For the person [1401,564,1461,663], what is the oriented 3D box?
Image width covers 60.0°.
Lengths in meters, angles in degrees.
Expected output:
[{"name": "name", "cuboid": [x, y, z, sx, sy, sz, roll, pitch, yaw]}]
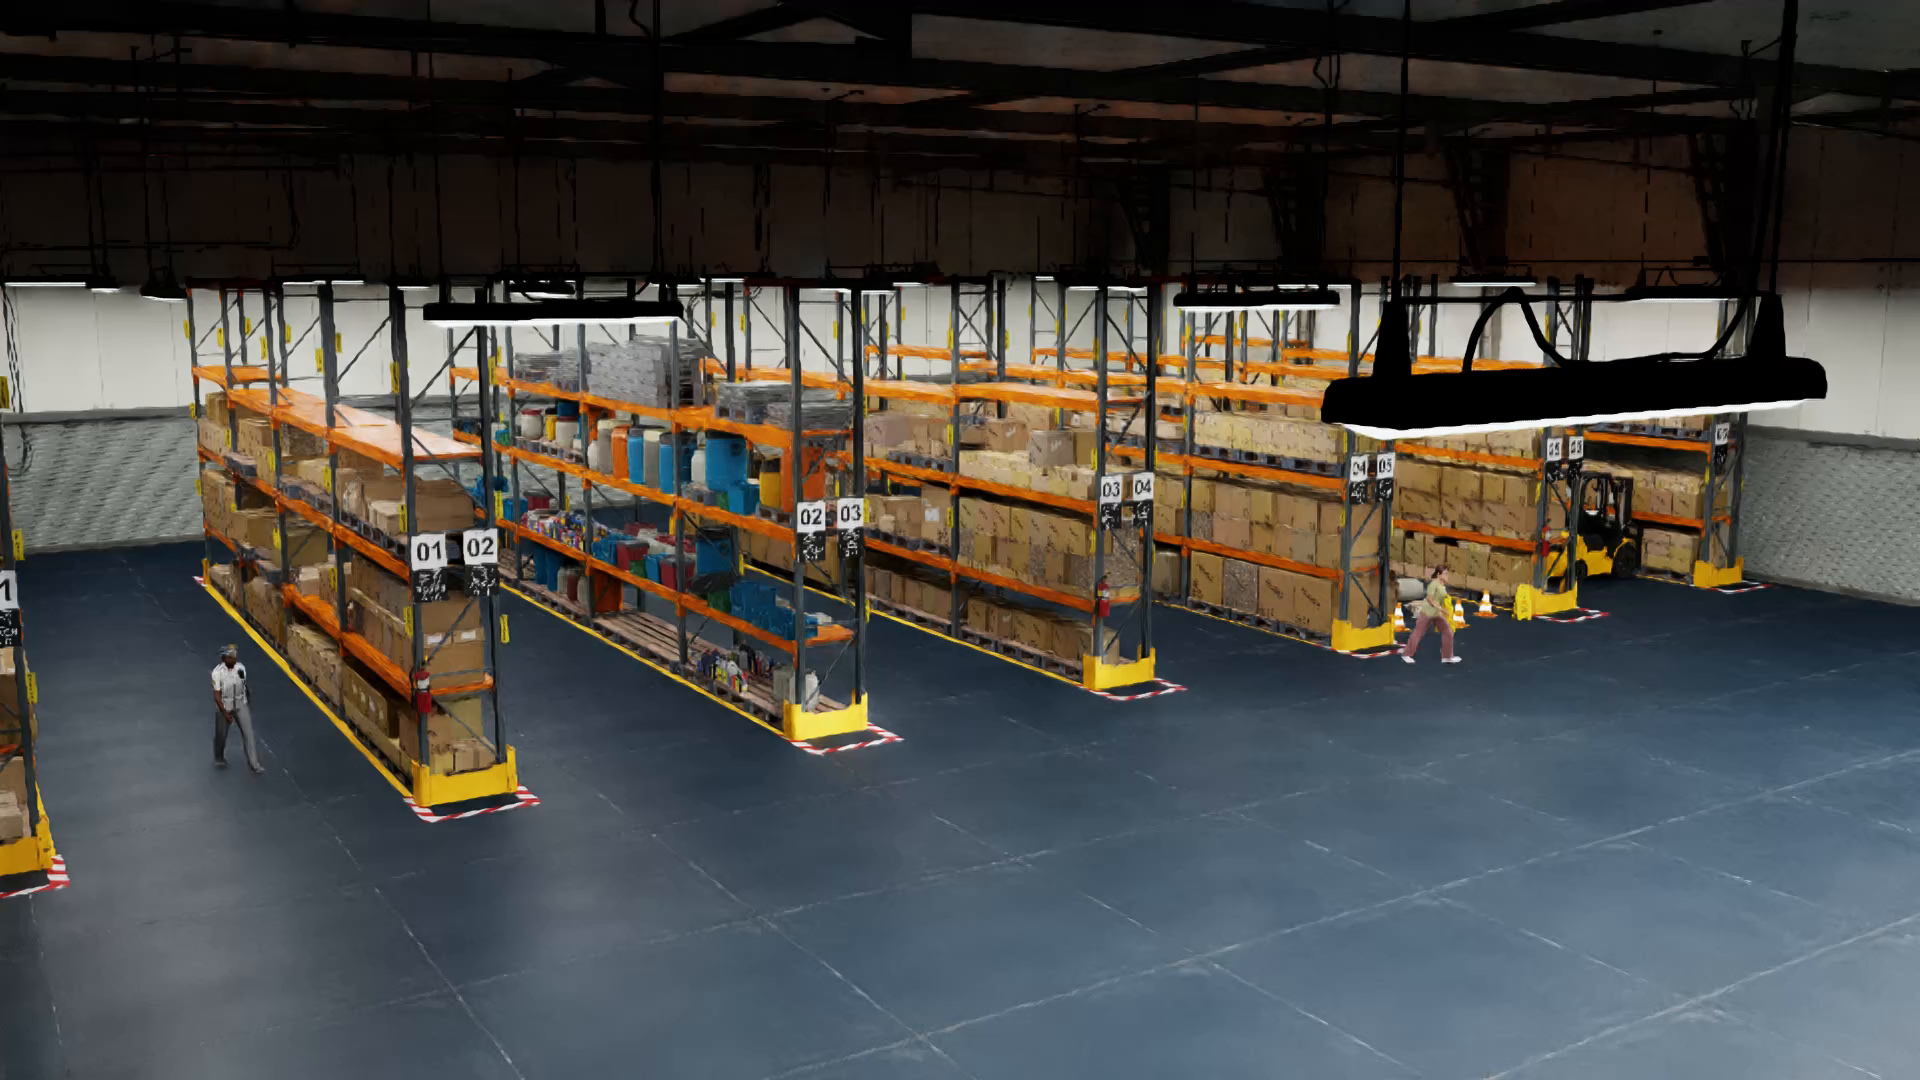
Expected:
[{"name": "person", "cuboid": [7.446, 1.154, 26.267, 0.814, 1.604, 0.621, 8, 13, 41]}]

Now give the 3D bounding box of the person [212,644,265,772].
[{"name": "person", "cuboid": [-9.075, 2.072, 20.719, 0.448, 1.623, 0.997, -8, 13, -40]}]
